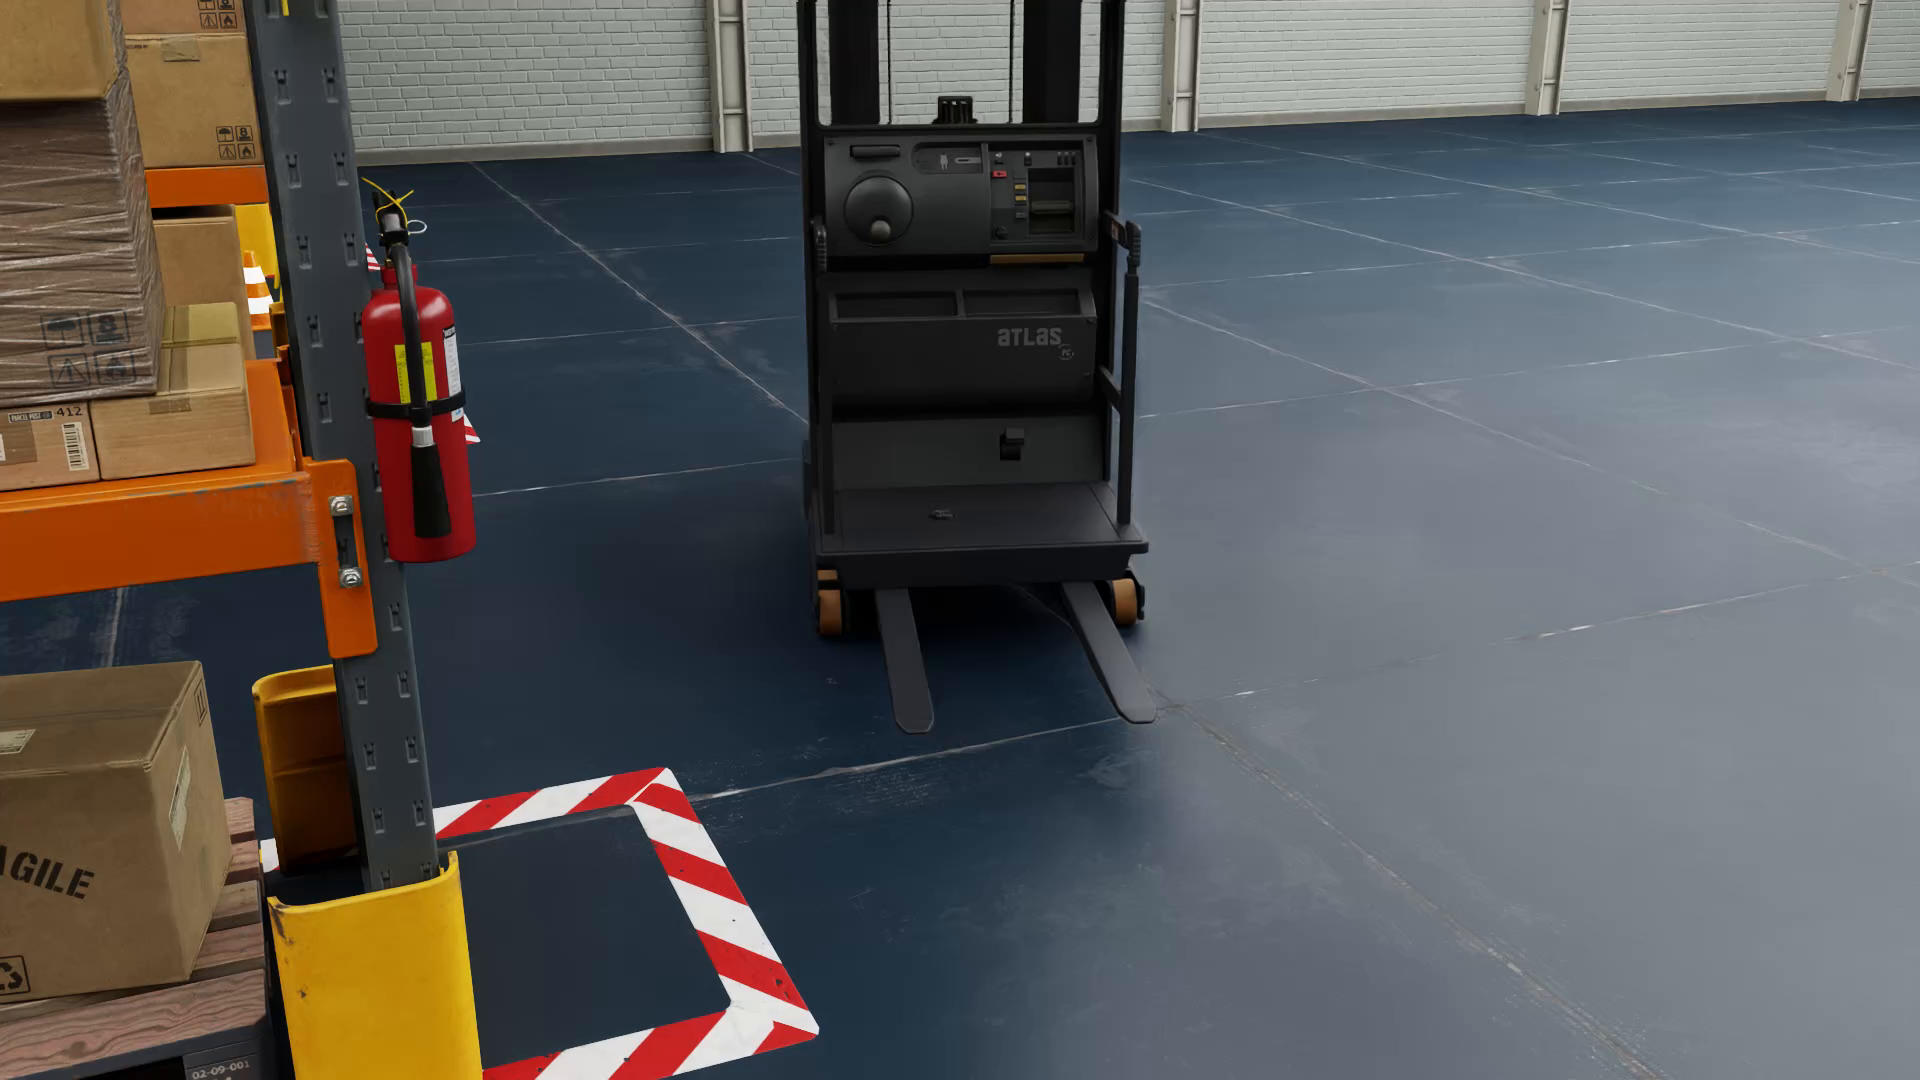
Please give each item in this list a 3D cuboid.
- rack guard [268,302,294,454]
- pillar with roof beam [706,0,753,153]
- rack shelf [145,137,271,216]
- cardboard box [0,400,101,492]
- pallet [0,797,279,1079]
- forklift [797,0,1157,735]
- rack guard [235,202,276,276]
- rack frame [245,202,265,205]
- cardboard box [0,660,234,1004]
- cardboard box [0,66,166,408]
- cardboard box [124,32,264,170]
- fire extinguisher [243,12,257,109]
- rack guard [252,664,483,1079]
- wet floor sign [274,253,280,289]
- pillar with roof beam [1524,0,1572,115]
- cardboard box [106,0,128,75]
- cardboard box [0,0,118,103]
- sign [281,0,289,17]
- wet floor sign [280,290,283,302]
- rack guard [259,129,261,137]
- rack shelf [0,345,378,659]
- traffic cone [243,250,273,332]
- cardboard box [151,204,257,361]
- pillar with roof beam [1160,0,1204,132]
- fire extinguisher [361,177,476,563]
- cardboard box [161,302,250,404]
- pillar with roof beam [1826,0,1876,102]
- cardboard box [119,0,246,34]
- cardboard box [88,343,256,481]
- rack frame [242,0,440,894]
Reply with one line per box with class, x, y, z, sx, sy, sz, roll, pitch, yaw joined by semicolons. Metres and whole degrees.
rack guard;-3.122;-0.813;8.078;0.348;0.500;1.175;-8;21;-22
pillar with roof beam;-0.949;-7.488;14.238;0.400;9.000;9.100;-8;21;-22
rack shelf;-4.980;-1.386;7.026;4.000;0.370;1.077;-8;21;-22
cardboard box;-1.682;-0.211;2.984;0.250;0.149;0.380;-8;21;-22
pallet;-2.102;0.959;3.482;1.213;0.211;1.003;-8;21;-22
forklift;0.031;-1.174;5.442;1.130;2.935;3.031;-2;19;-6
rack guard;-5.267;-2.296;12.290;0.348;0.500;1.175;-8;21;-22
rack frame;-5.197;-3.485;11.903;0.127;3.000;1.000;-8;21;-22
cardboard box;-1.852;0.595;3.447;0.500;0.500;0.500;-4;20;-12
cardboard box;-1.788;-0.586;3.072;0.500;0.500;0.875;-8;21;-22
cardboard box;-3.467;-1.997;7.451;0.550;0.550;0.875;-8;21;-22
fire extinguisher;-4.910;-3.323;11.560;0.183;0.674;0.296;-8;21;-22
rack guard;-1.342;0.726;3.707;0.348;0.500;1.175;-8;21;-22
wet floor sign;-4.599;-2.073;11.438;0.232;0.644;0.267;-1;19;-3
pillar with roof beam;10.070;-9.066;18.721;0.400;9.000;9.100;-8;21;-22
cardboard box;-1.885;-1.133;3.119;0.500;0.500;0.500;-8;21;-22
cardboard box;-1.679;-0.974;2.668;0.500;0.500;0.500;-8;21;-22
sign;-1.071;-0.986;2.587;0.005;0.325;0.100;-8;21;-22
wet floor sign;-3.902;-1.486;9.770;0.232;0.644;0.267;-12;23;-31
rack guard;-7.145;-3.822;16.625;0.348;0.500;1.175;-8;21;-22
rack shelf;-3.108;0.140;2.692;4.000;0.370;1.077;-8;21;-22
traffic cone;-4.329;-1.545;10.212;0.334;0.463;0.336;-8;21;-22
cardboard box;-3.740;-1.075;7.626;0.875;0.875;0.875;-8;21;-22
pillar with roof beam;4.560;-8.277;16.480;0.400;9.000;9.100;-8;21;-22
fire extinguisher;-0.984;-0.301;2.977;0.183;0.674;0.296;-8;21;-22
cardboard box;-1.628;-0.380;3.462;0.250;0.149;0.380;-8;21;-22
pillar with roof beam;15.579;-9.855;20.963;0.400;9.000;9.100;-8;21;-22
cardboard box;-3.500;-2.532;7.344;0.550;0.550;0.875;-8;21;-22
cardboard box;-1.452;-0.244;3.077;0.250;0.149;0.380;-8;21;-22
rack frame;-1.272;-0.463;3.320;0.127;3.000;1.000;-8;21;-22
